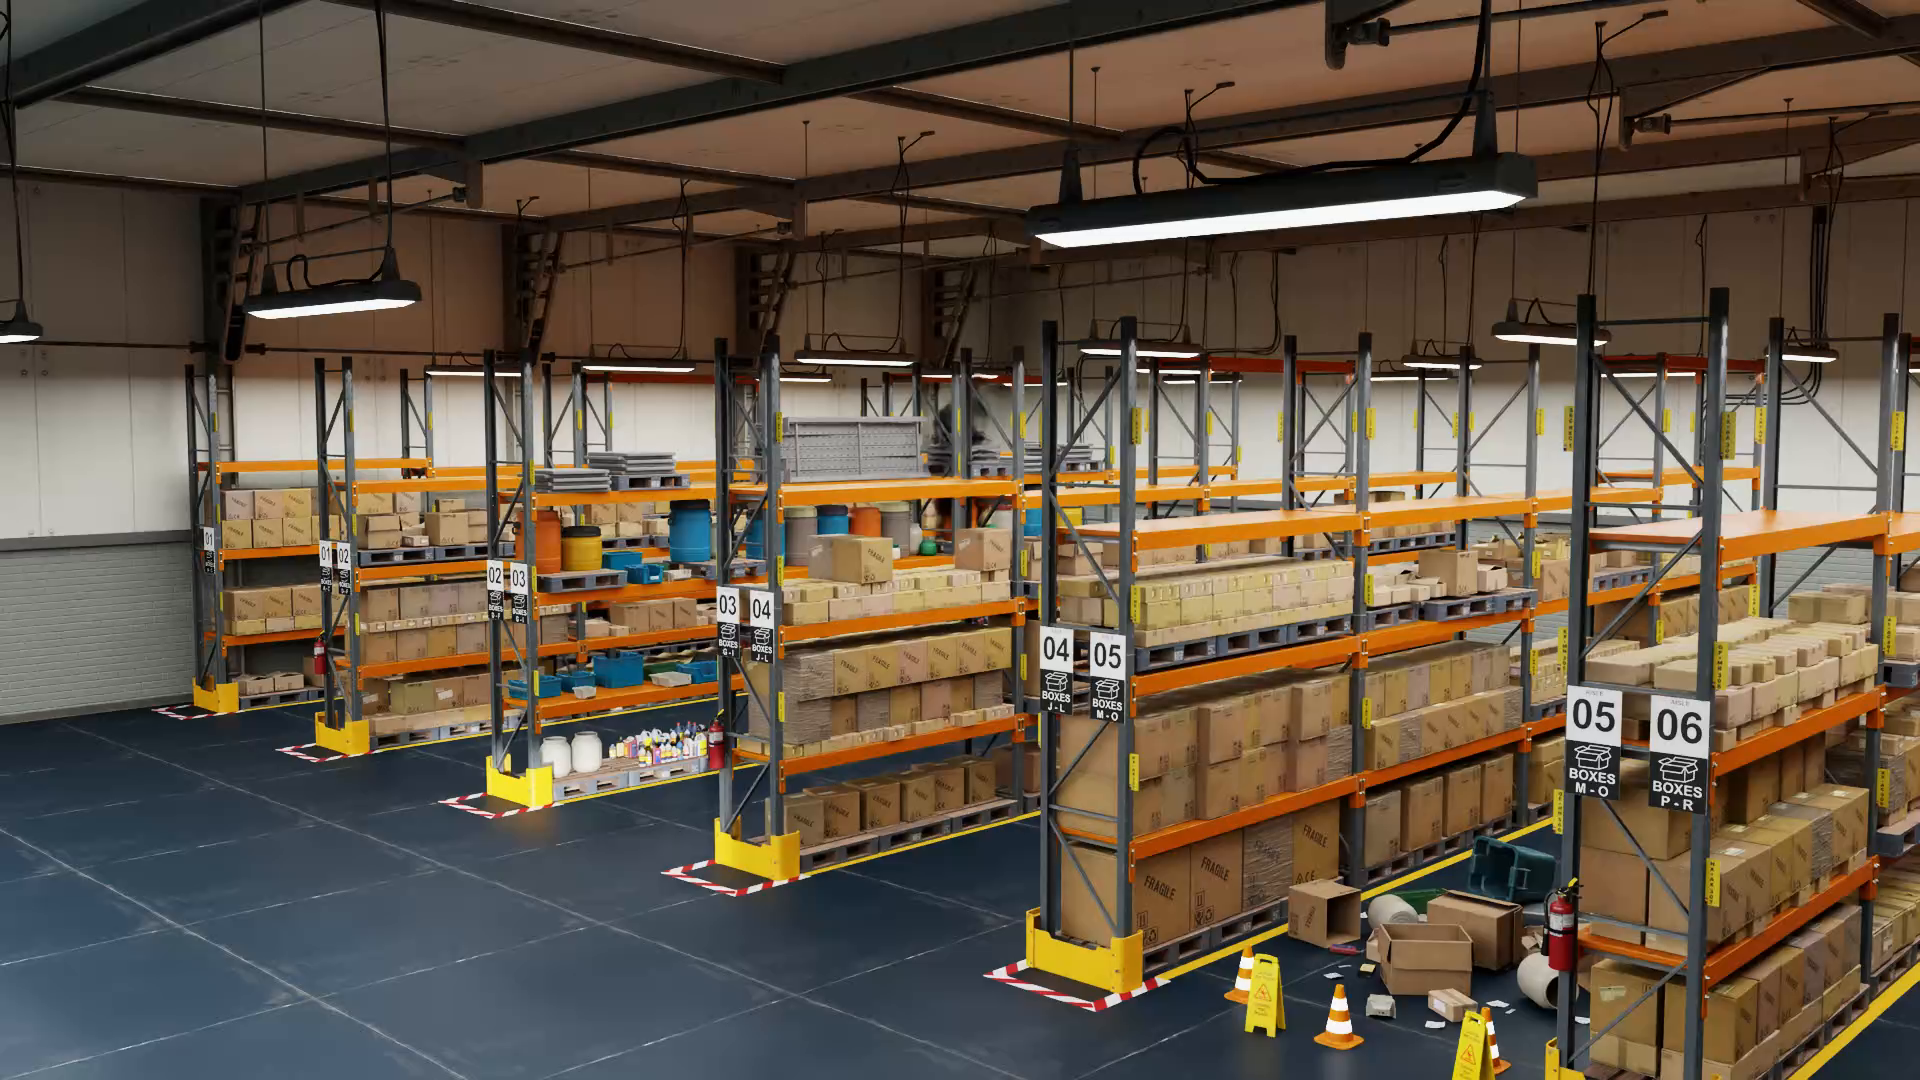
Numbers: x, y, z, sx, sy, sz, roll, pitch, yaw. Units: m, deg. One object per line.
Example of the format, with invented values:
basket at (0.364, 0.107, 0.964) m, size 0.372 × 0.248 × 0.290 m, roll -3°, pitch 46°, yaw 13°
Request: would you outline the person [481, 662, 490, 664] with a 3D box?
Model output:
person at (-8.323, 2.065, 29.451) m, size 0.676 × 1.700 × 0.945 m, roll 4°, pitch 6°, yaw 39°
